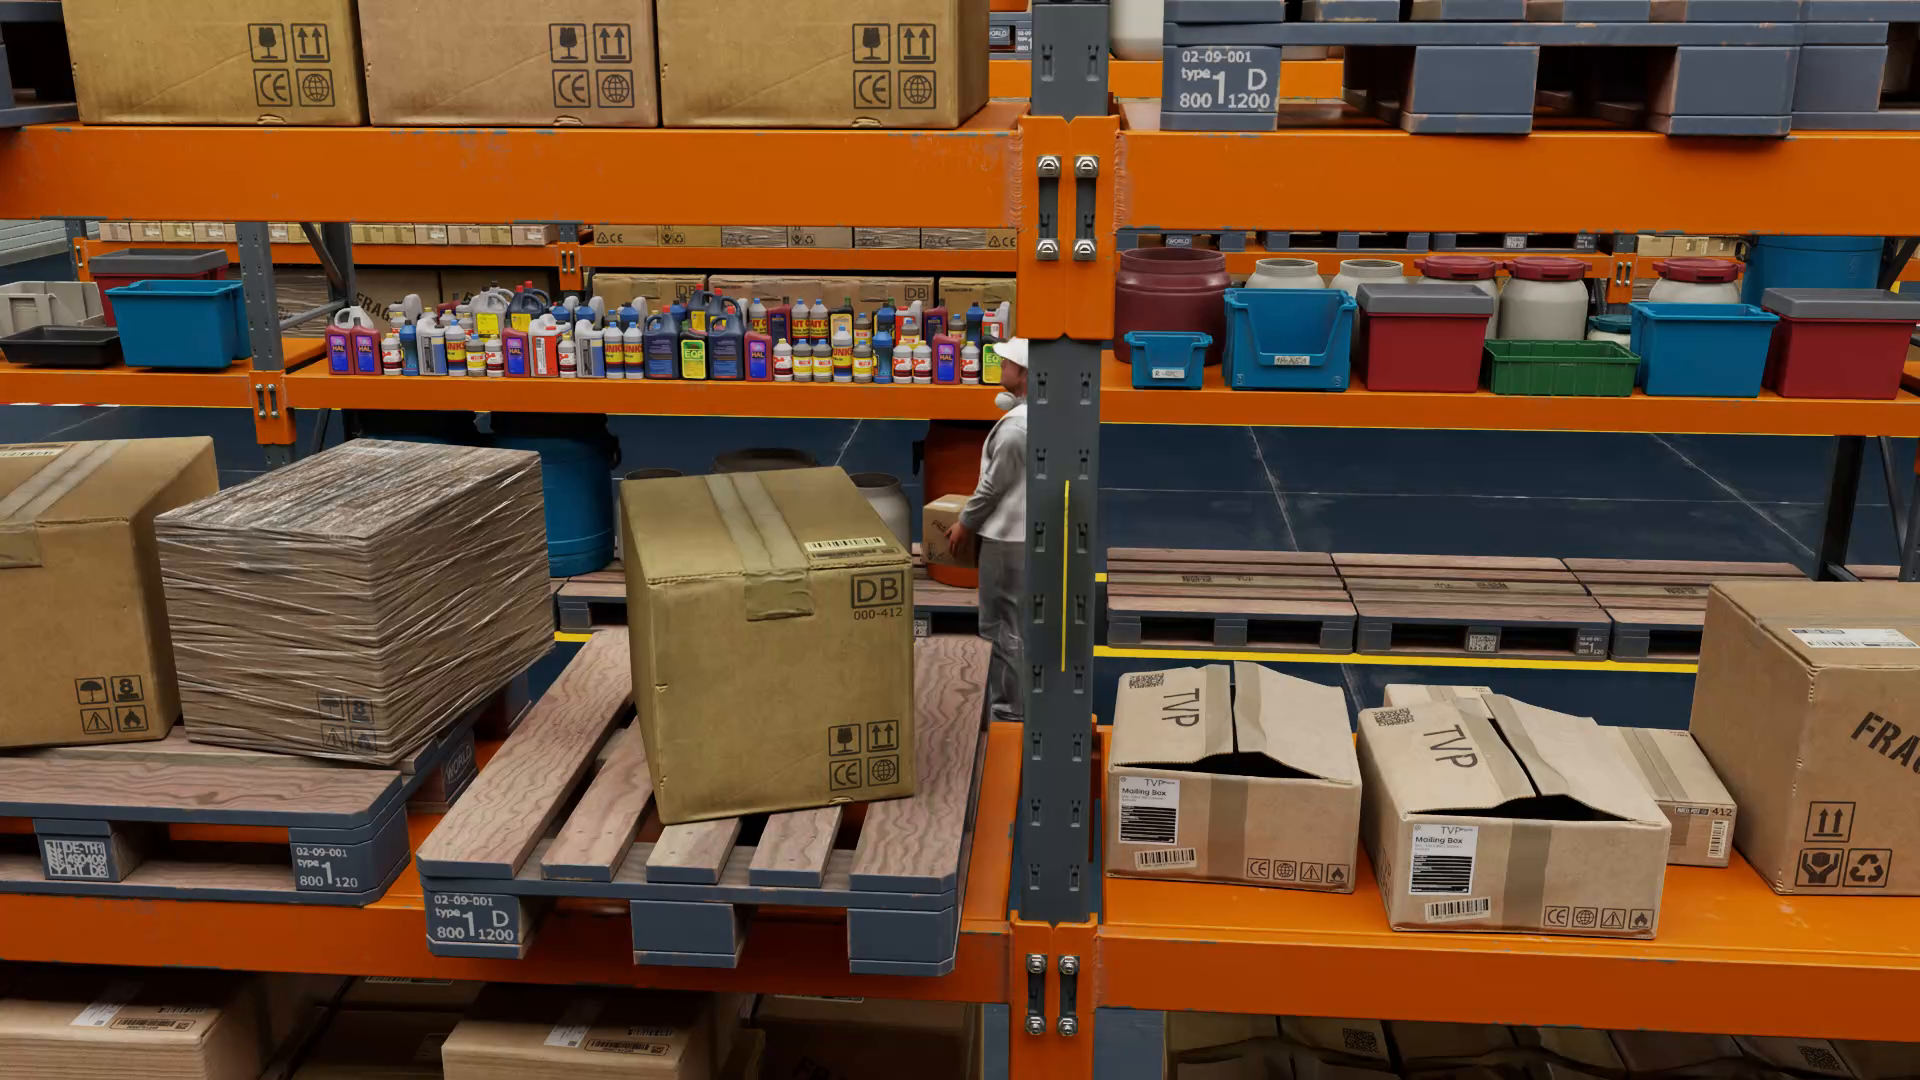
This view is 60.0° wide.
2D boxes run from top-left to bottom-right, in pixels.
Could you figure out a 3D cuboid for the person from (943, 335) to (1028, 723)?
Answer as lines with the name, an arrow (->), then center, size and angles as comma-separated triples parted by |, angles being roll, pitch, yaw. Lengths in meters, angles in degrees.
person -> 0.200, -0.041, 7.129 | 0.494, 1.776, 0.545 | 7, 19, 22
